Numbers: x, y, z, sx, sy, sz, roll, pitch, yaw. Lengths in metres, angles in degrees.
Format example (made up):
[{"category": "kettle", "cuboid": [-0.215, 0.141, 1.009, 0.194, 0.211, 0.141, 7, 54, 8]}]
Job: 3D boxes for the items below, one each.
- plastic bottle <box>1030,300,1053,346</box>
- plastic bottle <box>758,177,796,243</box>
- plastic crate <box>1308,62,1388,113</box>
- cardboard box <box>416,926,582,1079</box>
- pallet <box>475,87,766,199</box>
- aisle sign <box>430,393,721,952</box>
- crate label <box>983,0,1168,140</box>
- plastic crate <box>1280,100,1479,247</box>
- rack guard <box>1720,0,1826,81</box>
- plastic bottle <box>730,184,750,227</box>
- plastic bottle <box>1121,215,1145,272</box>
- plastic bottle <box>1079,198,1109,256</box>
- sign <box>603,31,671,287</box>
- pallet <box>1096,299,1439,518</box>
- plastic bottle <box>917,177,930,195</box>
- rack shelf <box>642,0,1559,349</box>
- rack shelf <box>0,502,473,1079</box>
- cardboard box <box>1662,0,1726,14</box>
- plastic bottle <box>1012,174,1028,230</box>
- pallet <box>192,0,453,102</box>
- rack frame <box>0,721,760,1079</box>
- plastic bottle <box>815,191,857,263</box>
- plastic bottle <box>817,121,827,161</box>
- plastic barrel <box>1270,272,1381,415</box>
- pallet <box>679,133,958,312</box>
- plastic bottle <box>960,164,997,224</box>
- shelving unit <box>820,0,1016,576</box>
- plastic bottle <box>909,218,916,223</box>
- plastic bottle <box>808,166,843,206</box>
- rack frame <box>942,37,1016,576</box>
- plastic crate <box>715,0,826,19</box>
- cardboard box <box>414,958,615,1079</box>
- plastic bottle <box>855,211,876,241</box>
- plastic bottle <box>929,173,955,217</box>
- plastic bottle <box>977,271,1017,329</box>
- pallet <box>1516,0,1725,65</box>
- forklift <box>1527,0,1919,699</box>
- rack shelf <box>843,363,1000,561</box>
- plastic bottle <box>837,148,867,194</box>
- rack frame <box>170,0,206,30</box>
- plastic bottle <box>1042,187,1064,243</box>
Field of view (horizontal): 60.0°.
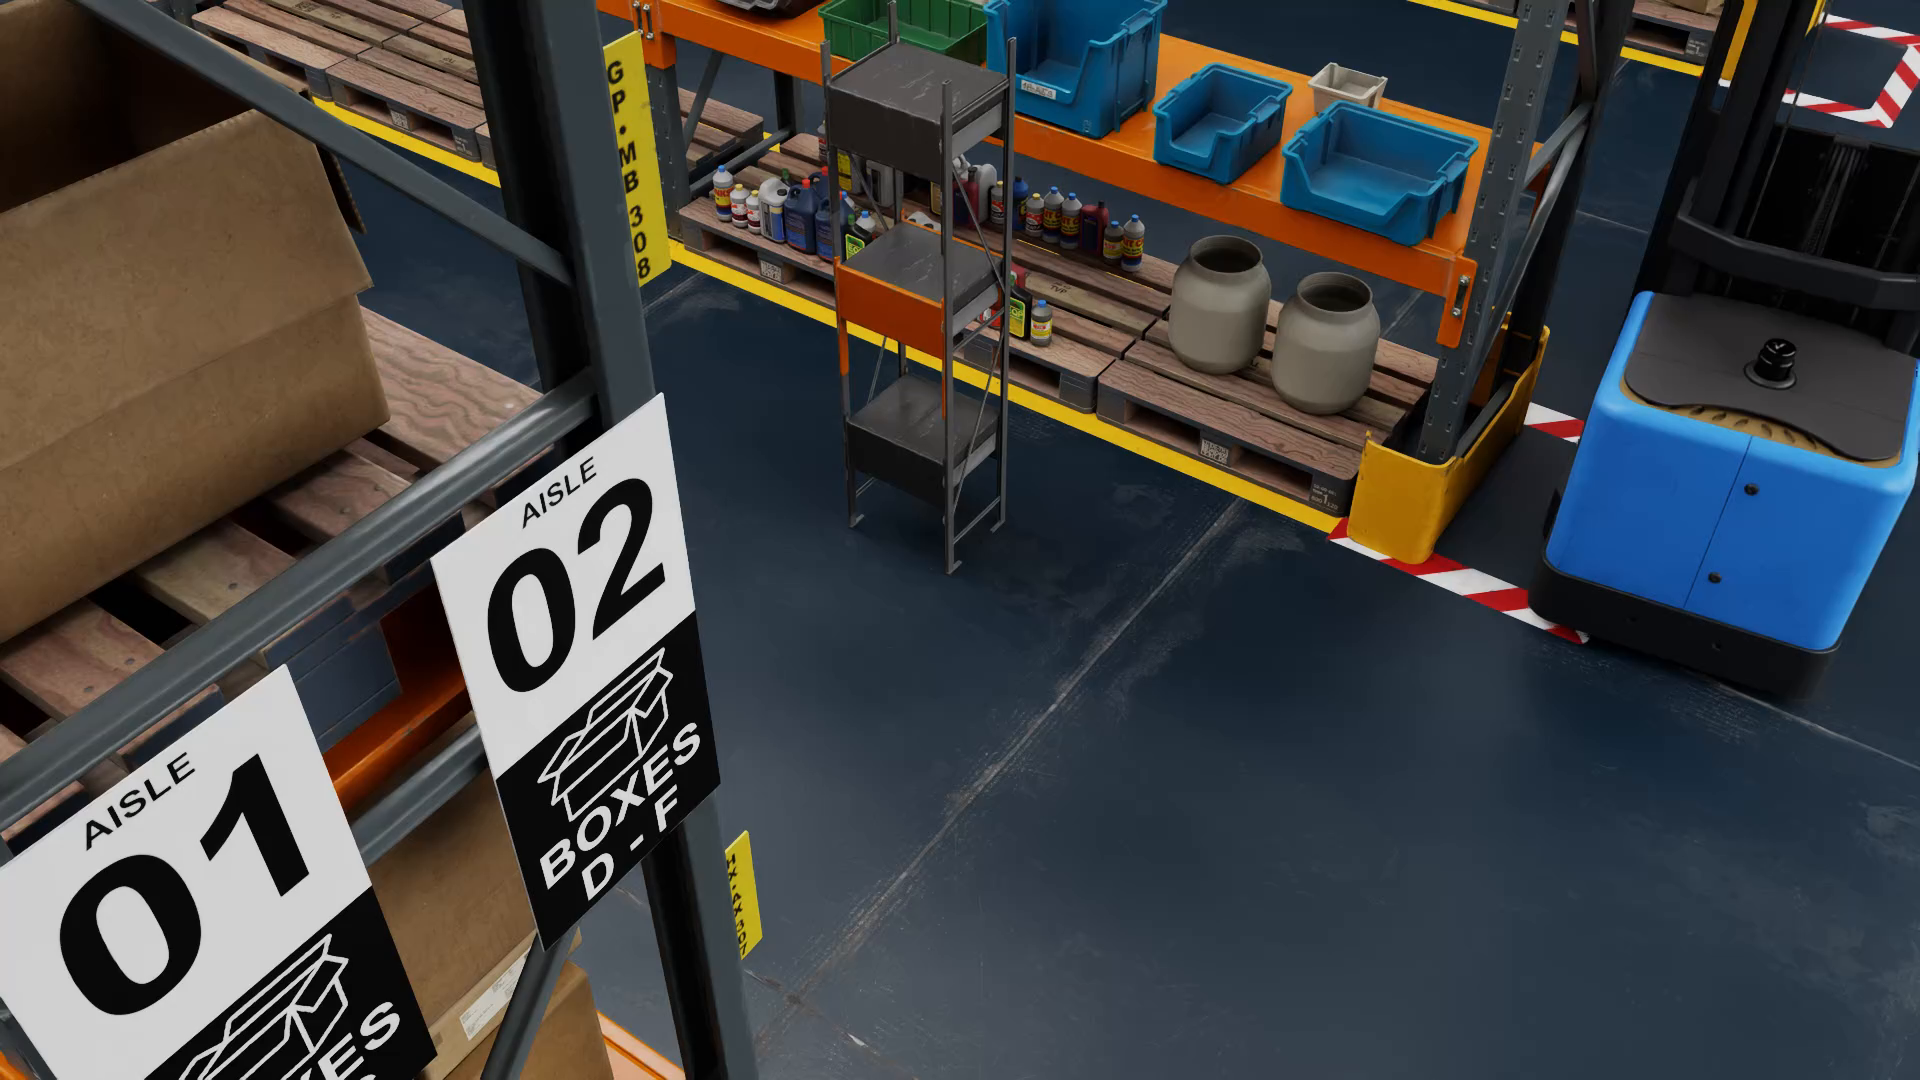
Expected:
[{"category": "plastic bottle", "cuboid": [0.360, -0.968, 7.351, 0.097, 0.201, 0.097, 0, 42, 0]}, {"category": "plastic bottle", "cuboid": [-0.870, -1.594, 7.994, 0.135, 0.276, 0.152, 27, 48, 27]}, {"category": "plastic crate", "cuboid": [1.567, -1.803, 6.714, 0.250, 0.136, 0.298, 25, 48, 25]}, {"category": "cardboard box", "cuboid": [-0.930, 0.773, 3.076, 0.250, 0.149, 0.380, 25, 47, 25]}, {"category": "pallet", "cuboid": [-1.825, -2.155, 9.000, 1.213, 0.211, 1.003, 25, 48, 25]}, {"category": "aisle sign", "cuboid": [-0.503, 0.209, 2.318, 0.004, 0.787, 0.394, 25, 48, 25]}, {"category": "crate label", "cuboid": [0.453, -1.954, 6.657, 0.616, 0.435, 0.502, 25, 48, 25]}, {"category": "plastic crate", "cuboid": [1.533, -1.356, 6.128, 0.616, 0.251, 0.499, 25, 48, 25]}, {"category": "rack guard", "cuboid": [4.897, -3.185, 9.934, 0.348, 0.500, 1.175, 25, 48, 25]}, {"category": "plastic bottle", "cuboid": [-1.068, -1.636, 8.097, 0.097, 0.201, 0.097, 0, 42, 0]}, {"category": "plastic bottle", "cuboid": [0.809, -1.395, 7.775, 0.097, 0.271, 0.097, 0, 42, 0]}, {"category": "plastic bottle", "cuboid": [0.635, -1.496, 7.879, 0.133, 0.283, 0.061, 26, 48, 26]}, {"category": "sign", "cuboid": [-0.409, -0.454, 2.044, 0.005, 0.325, 0.100, 25, 48, 25]}, {"category": "pallet", "cuboid": [1.364, -0.662, 7.331, 1.213, 0.211, 1.003, 25, 48, 25]}, {"category": "plastic bottle", "cuboid": [-0.153, -1.864, 8.291, 0.133, 0.283, 0.061, 28, 49, 28]}, {"category": "rack shelf", "cuboid": [0.477, -1.881, 7.142, 4.000, 0.370, 1.077, 25, 48, 25]}, {"category": "rack shelf", "cuboid": [-2.370, -0.296, 3.121, 4.000, 0.370, 1.077, 25, 48, 25]}, {"category": "cardboard box", "cuboid": [4.457, -3.561, 10.039, 0.500, 0.500, 0.500, -33, 51, -31]}, {"category": "plastic bottle", "cuboid": [0.281, -1.642, 8.052, 0.097, 0.271, 0.097, 0, 42, 0]}, {"category": "pallet", "cuboid": [-3.823, -3.089, 10.044, 1.213, 0.211, 1.003, 25, 48, 25]}, {"category": "rack frame", "cuboid": [-0.732, 1.320, 3.026, 0.127, 3.000, 1.000, 25, 48, 25]}, {"category": "plastic bottle", "cuboid": [-0.583, -1.484, 7.815, 0.185, 0.351, 0.144, 23, 47, 24]}, {"category": "plastic bottle", "cuboid": [-0.684, -2.067, 8.579, 0.097, 0.201, 0.097, 0, 42, 0]}, {"category": "plastic barrel", "cuboid": [1.532, -0.823, 6.971, 0.421, 0.512, 0.421, 0, 42, 0]}, {"category": "pallet", "cuboid": [-0.634, -1.596, 8.375, 1.213, 0.211, 1.003, 25, 48, 25]}, {"category": "plastic bottle", "cuboid": [0.085, -1.713, 8.128, 0.135, 0.276, 0.152, 26, 48, 26]}, {"category": "shelving unit", "cuboid": [-0.136, -0.846, 6.121, 0.503, 2.100, 0.431, 25, 48, 25]}, {"category": "plastic bottle", "cuboid": [-0.235, -1.321, 7.633, 0.185, 0.351, 0.144, 25, 47, 25]}, {"category": "plastic bottle", "cuboid": [-0.655, -1.635, 7.984, 0.185, 0.351, 0.144, 25, 48, 25]}, {"category": "rack frame", "cuboid": [0.064, -0.752, 6.016, 0.015, 2.100, 0.400, 25, 48, 25]}, {"category": "plastic crate", "cuboid": [-0.804, -2.622, 7.477, 0.504, 0.338, 0.767, 25, 48, 25]}, {"category": "cardboard box", "cuboid": [-1.107, 1.097, 3.200, 0.500, 0.500, 0.700, 25, 48, 25]}, {"category": "plastic bottle", "cuboid": [-0.441, -1.418, 7.802, 0.097, 0.271, 0.097, 0, 42, 0]}, {"category": "plastic bottle", "cuboid": [-0.084, -1.714, 8.124, 0.133, 0.283, 0.061, 25, 48, 25]}, {"category": "plastic bottle", "cuboid": [0.169, -1.108, 7.451, 0.135, 0.276, 0.152, 25, 48, 26]}, {"category": "pallet", "cuboid": [4.252, -3.408, 10.400, 1.213, 0.211, 1.003, 25, 48, 25]}, {"category": "forklift", "cuboid": [3.308, -1.494, 6.221, 1.130, 2.935, 3.031, 19, 45, 20]}, {"category": "rack shelf", "cuboid": [-0.136, -0.314, 6.597, 0.480, 0.518, 0.431, 25, 48, 25]}, {"category": "plastic bottle", "cuboid": [-0.550, -1.924, 8.307, 0.185, 0.351, 0.144, 25, 48, 25]}, {"category": "rack frame", "cuboid": [-4.435, -4.446, 9.470, 0.127, 3.000, 1.000, 25, 48, 25]}, {"category": "plastic bottle", "cuboid": [0.447, -1.564, 7.965, 0.097, 0.271, 0.097, 0, 42, 0]}]
